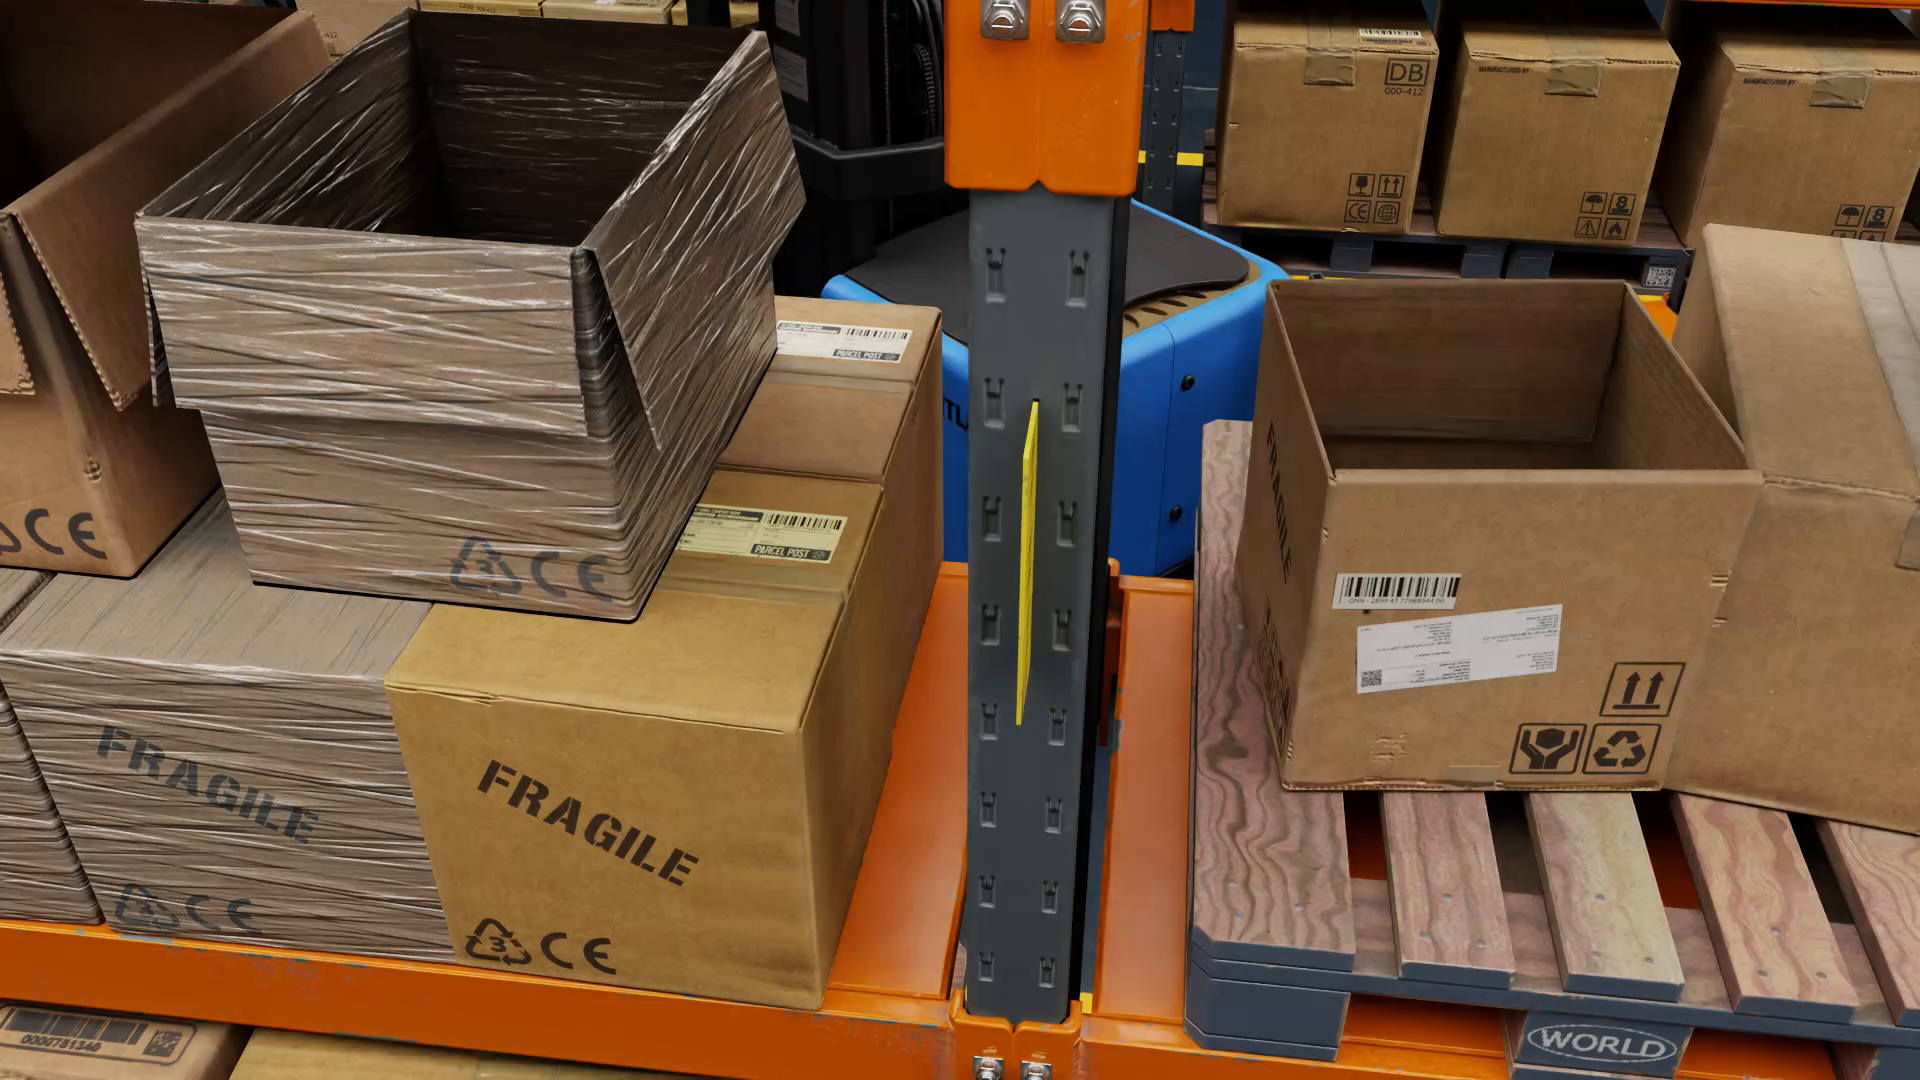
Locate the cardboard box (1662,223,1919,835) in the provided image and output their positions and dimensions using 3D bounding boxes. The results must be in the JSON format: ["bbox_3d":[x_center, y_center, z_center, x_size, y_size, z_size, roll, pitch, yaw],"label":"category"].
[{"bbox_3d":[1.240,-0.031,2.264,0.500,0.500,0.700,9,37,13],"label":"cardboard box"}]

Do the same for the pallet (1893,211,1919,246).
[{"bbox_3d":[4.058,-1.253,6.825,1.213,0.211,1.003,4,36,6],"label":"pallet"}]

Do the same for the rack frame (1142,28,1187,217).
[{"bbox_3d":[0.865,-2.671,6.410,0.127,3.000,1.000,4,36,6],"label":"rack frame"}]

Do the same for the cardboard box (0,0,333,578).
[{"bbox_3d":[-1.236,-0.383,2.254,0.637,0.503,0.797,5,36,7],"label":"cardboard box"}]

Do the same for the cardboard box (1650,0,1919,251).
[{"bbox_3d":[3.249,-1.698,6.622,0.750,0.750,1.050,4,36,6],"label":"cardboard box"}]

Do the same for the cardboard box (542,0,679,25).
[{"bbox_3d":[-1.369,-2.140,6.811,0.500,0.250,0.500,6,36,8],"label":"cardboard box"}]

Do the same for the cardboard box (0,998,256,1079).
[{"bbox_3d":[-1.432,0.740,3.098,0.875,0.875,1.225,4,36,6],"label":"cardboard box"}]

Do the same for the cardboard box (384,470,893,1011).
[{"bbox_3d":[-0.388,0.245,2.238,0.500,0.500,0.500,5,36,7],"label":"cardboard box"}]

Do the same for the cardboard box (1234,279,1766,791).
[{"bbox_3d":[0.674,-0.015,2.241,0.500,0.500,0.500,0,36,0],"label":"cardboard box"}]

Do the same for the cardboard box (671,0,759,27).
[{"bbox_3d":[-0.851,-2.107,6.765,0.500,0.250,0.500,5,36,7],"label":"cardboard box"}]

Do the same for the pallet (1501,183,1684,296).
[{"bbox_3d":[2.844,-1.342,6.949,1.213,0.211,1.003,4,36,6],"label":"pallet"}]

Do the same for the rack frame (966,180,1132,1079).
[{"bbox_3d":[0.133,0.180,2.416,0.127,3.000,1.000,4,36,6],"label":"rack frame"}]

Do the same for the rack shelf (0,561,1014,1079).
[{"bbox_3d":[-1.851,0.325,2.832,4.000,0.370,1.077,4,36,6],"label":"rack shelf"}]

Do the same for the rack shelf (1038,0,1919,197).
[{"bbox_3d":[2.117,-0.600,1.546,4.000,0.370,1.077,4,36,6],"label":"rack shelf"}]

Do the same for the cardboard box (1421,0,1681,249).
[{"bbox_3d":[2.325,-1.766,6.718,0.750,0.750,1.050,5,36,7],"label":"cardboard box"}]

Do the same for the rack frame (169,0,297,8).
[{"bbox_3d":[-3.102,-2.967,6.825,0.127,3.000,1.000,4,36,6],"label":"rack frame"}]

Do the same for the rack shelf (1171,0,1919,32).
[{"bbox_3d":[2.849,-2.230,6.412,4.000,0.370,1.077,4,36,6],"label":"rack shelf"}]

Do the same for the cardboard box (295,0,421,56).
[{"bbox_3d":[-2.403,-2.219,6.921,0.500,0.250,0.500,3,36,4],"label":"cardboard box"}]

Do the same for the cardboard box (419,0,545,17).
[{"bbox_3d":[-1.874,-2.181,6.868,0.500,0.250,0.500,5,36,7],"label":"cardboard box"}]

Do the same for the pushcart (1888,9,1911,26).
[{"bbox_3d":[5.122,-2.850,8.918,0.936,0.377,1.648,-7,36,-10],"label":"pushcart"}]

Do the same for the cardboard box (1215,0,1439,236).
[{"bbox_3d":[1.458,-1.829,6.806,0.750,0.750,1.050,4,36,5],"label":"cardboard box"}]

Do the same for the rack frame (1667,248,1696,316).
[{"bbox_3d":[1.955,-0.168,4.518,0.032,1.125,0.500,-5,36,-7],"label":"rack frame"}]

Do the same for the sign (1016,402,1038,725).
[{"bbox_3d":[0.066,0.028,1.631,0.005,0.325,0.100,4,36,6],"label":"sign"}]

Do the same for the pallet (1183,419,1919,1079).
[{"bbox_3d":[0.854,0.249,2.484,1.003,0.211,1.213,4,36,6],"label":"pallet"}]

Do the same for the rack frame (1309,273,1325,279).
[{"bbox_3d":[0.948,-0.085,4.401,0.032,1.125,0.500,-5,36,-7],"label":"rack frame"}]

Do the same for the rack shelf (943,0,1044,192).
[{"bbox_3d":[-1.851,-0.896,1.961,4.000,0.370,1.077,4,36,6],"label":"rack shelf"}]

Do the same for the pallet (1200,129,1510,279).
[{"bbox_3d":[1.638,-1.434,7.078,1.213,0.211,1.003,4,36,6],"label":"pallet"}]

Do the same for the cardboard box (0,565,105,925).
[{"bbox_3d":[-1.397,0.168,2.346,0.500,0.500,0.500,3,36,4],"label":"cardboard box"}]

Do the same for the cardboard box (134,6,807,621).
[{"bbox_3d":[-0.590,-0.333,2.185,0.637,0.503,0.797,5,36,8],"label":"cardboard box"}]

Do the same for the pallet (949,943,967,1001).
[{"bbox_3d":[-0.639,1.213,3.369,1.213,0.211,1.003,4,36,6],"label":"pallet"}]

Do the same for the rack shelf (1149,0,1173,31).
[{"bbox_3d":[-1.119,-2.526,6.826,4.000,0.370,1.077,4,36,6],"label":"rack shelf"}]

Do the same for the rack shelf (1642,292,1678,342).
[{"bbox_3d":[1.452,-0.365,4.289,1.000,0.278,0.538,-5,36,-7],"label":"rack shelf"}]

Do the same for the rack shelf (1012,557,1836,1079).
[{"bbox_3d":[2.117,0.620,2.418,4.000,0.370,1.077,4,36,6],"label":"rack shelf"}]

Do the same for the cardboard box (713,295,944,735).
[{"bbox_3d":[-0.314,-0.054,2.657,0.500,0.500,0.500,5,36,7],"label":"cardboard box"}]

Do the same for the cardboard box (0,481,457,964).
[{"bbox_3d":[-0.882,0.205,2.295,0.500,0.500,0.500,4,36,6],"label":"cardboard box"}]

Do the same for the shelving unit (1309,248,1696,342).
[{"bbox_3d":[1.452,-0.127,4.459,1.048,1.125,0.538,-5,36,-7],"label":"shelving unit"}]

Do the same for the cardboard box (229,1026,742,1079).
[{"bbox_3d":[-0.549,0.811,3.000,0.875,0.875,1.225,3,36,4],"label":"cardboard box"}]

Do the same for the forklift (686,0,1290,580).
[{"bbox_3d":[-0.425,-1.510,4.842,1.130,2.935,3.031,-26,43,-31],"label":"forklift"}]

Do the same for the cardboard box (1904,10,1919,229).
[{"bbox_3d":[4.205,-1.624,6.519,0.750,0.750,1.050,4,36,6],"label":"cardboard box"}]

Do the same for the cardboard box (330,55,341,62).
[{"bbox_3d":[-2.403,-1.913,7.138,0.500,0.500,0.500,6,36,8],"label":"cardboard box"}]

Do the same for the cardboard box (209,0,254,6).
[{"bbox_3d":[-3.418,-2.364,7.561,0.250,0.149,0.380,6,36,8],"label":"cardboard box"}]
